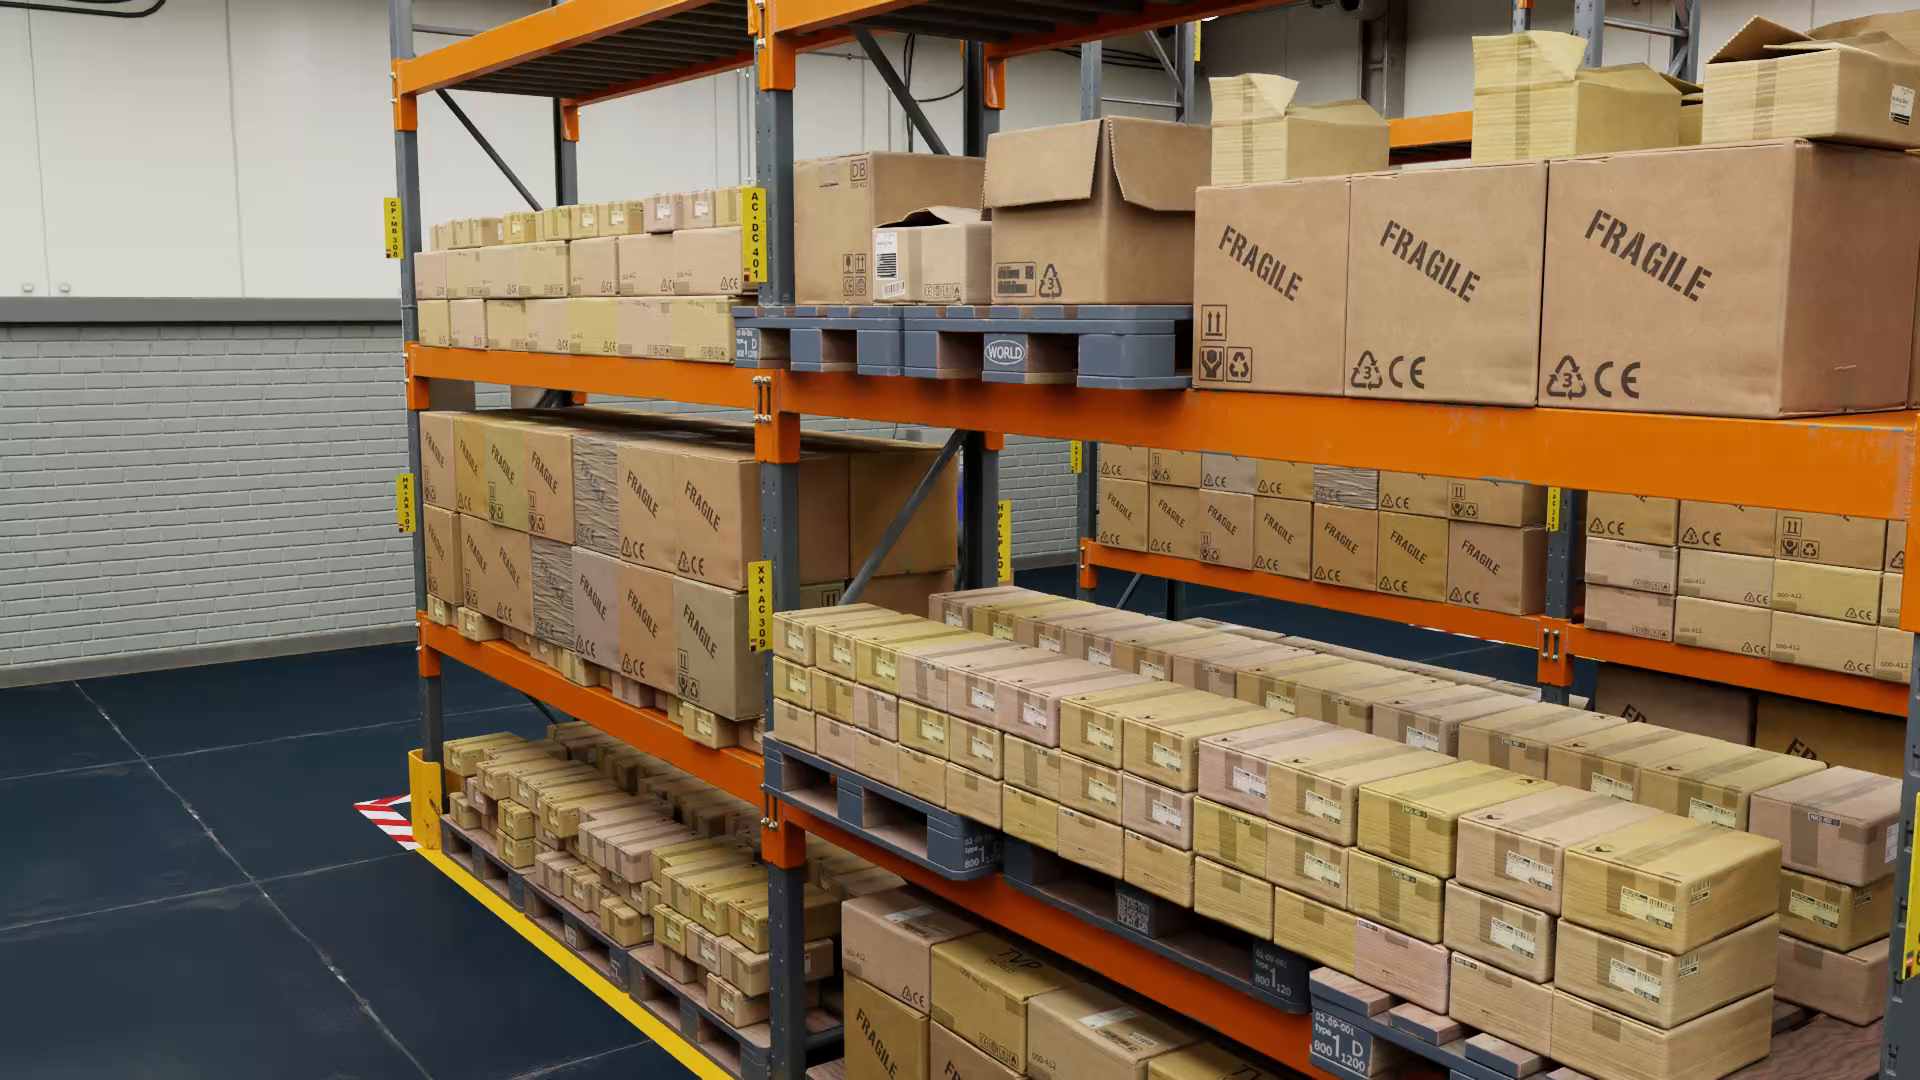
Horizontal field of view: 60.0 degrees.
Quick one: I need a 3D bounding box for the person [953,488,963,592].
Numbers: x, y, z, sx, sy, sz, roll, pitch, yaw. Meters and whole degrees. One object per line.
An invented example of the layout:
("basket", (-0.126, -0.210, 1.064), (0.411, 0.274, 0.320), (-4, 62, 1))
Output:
("person", (0.052, -0.051, 17.611), (0.683, 1.277, 0.496), (-6, 10, -36))
